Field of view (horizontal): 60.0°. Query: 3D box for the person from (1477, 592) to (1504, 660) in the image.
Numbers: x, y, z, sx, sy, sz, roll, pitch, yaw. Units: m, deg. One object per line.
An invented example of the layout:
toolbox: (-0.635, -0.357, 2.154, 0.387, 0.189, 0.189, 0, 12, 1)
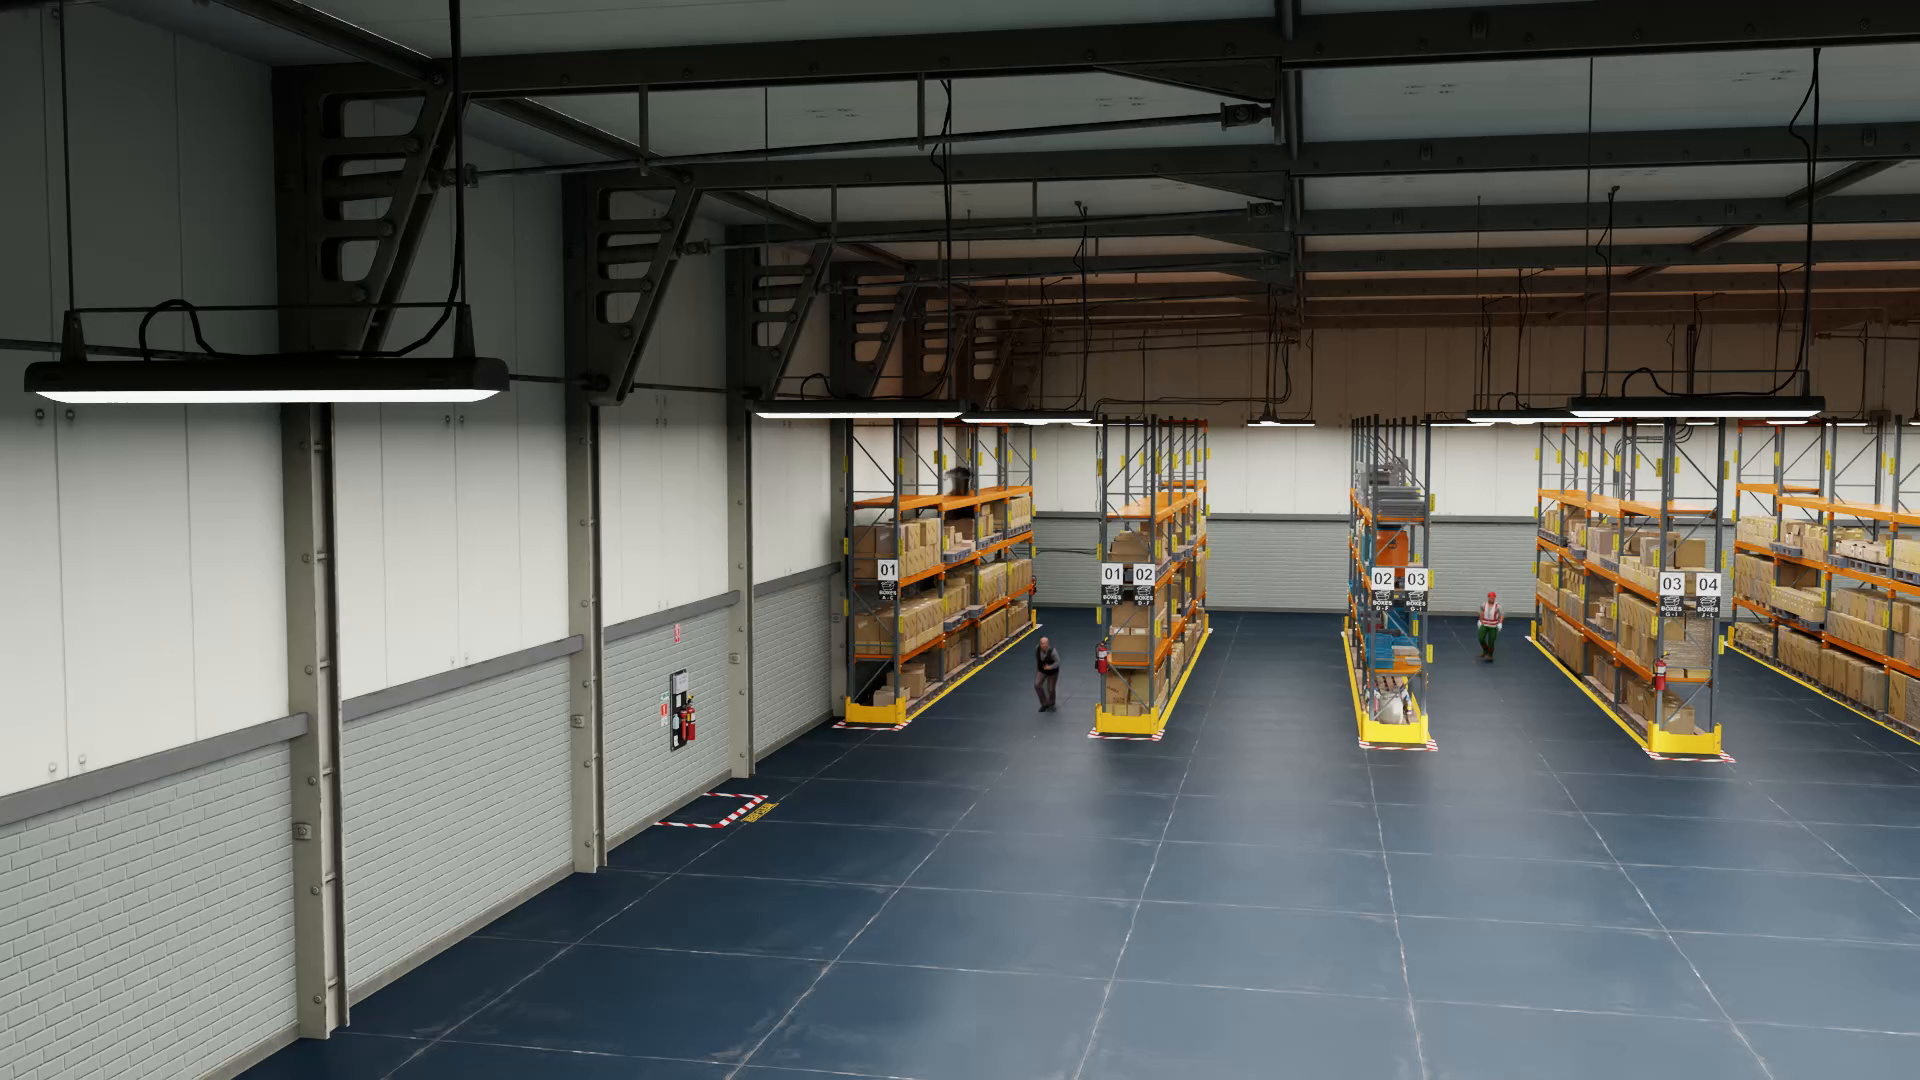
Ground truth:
person: (13.056, 2.117, 40.981, 0.681, 1.728, 0.670, 2, 4, 27)

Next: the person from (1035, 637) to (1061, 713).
person: (1.792, 2.688, 33.665, 0.672, 1.540, 1.099, 2, 4, 22)
